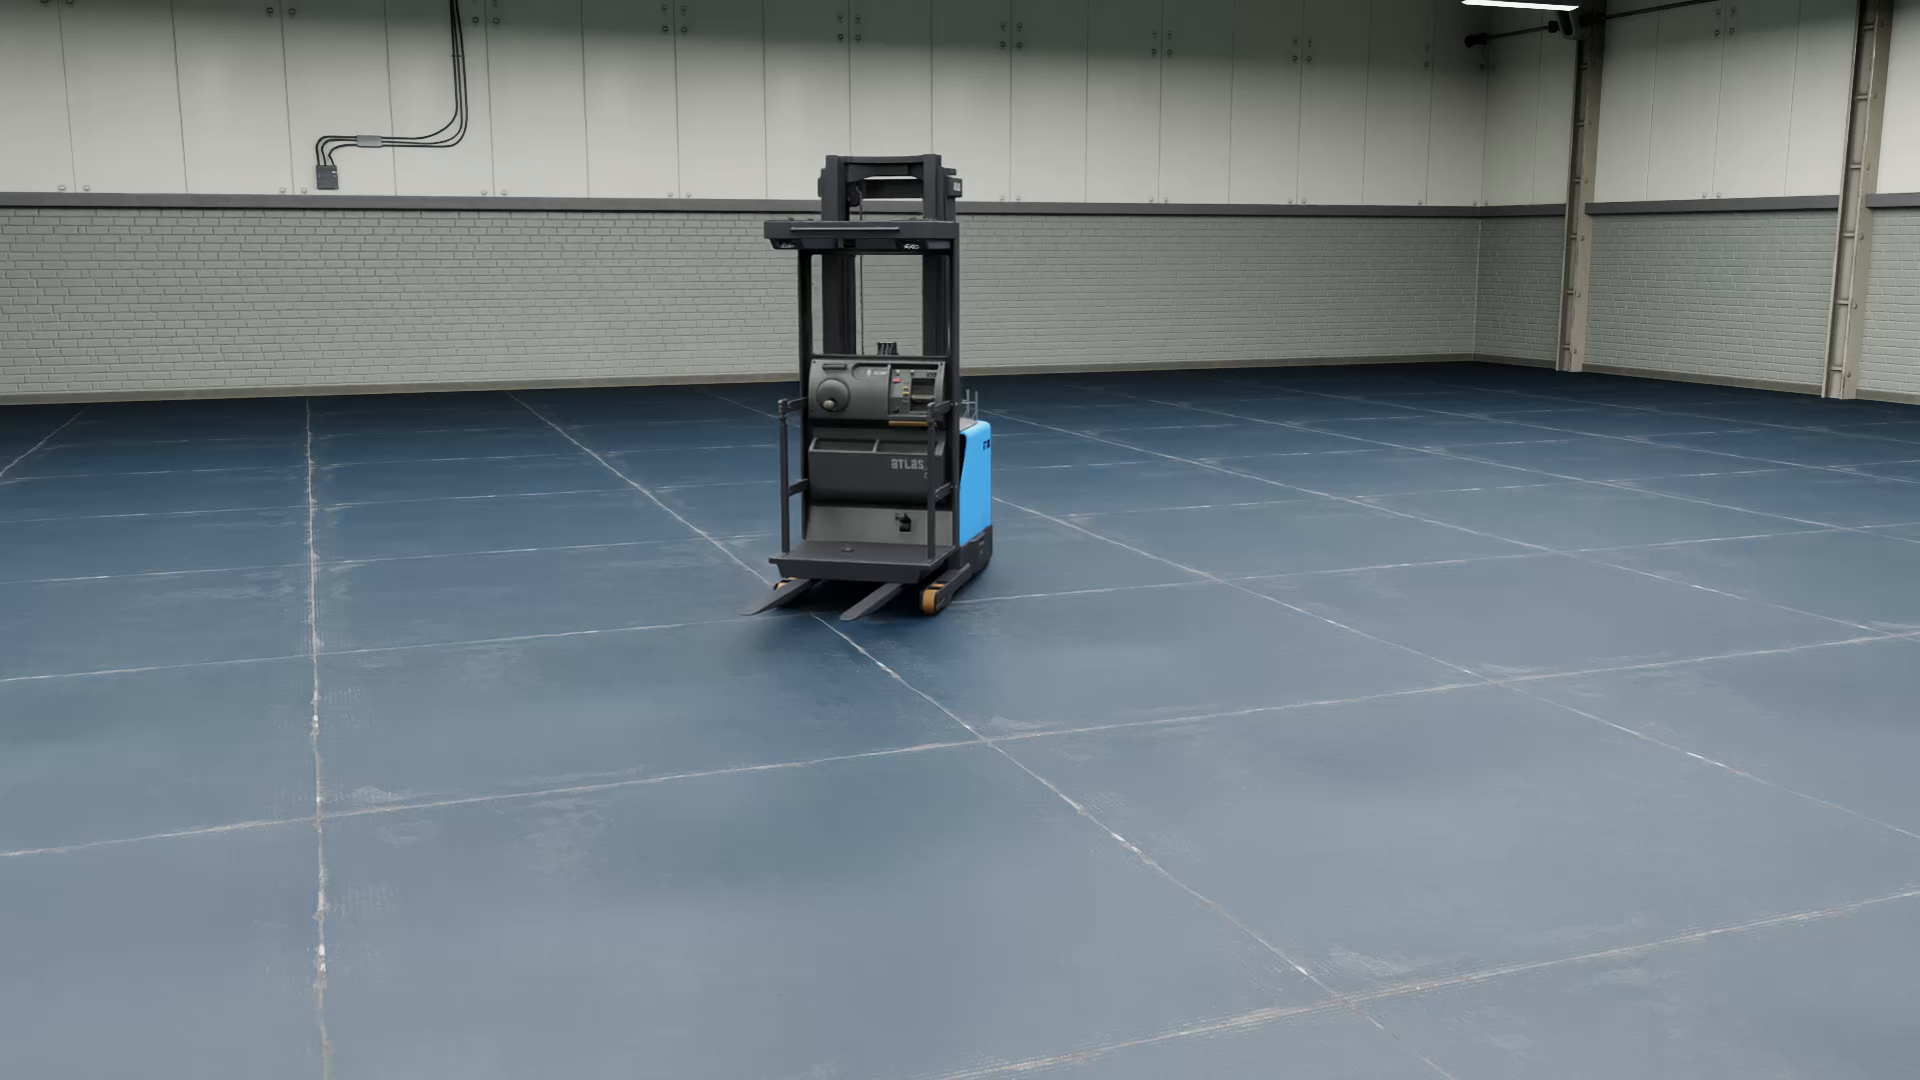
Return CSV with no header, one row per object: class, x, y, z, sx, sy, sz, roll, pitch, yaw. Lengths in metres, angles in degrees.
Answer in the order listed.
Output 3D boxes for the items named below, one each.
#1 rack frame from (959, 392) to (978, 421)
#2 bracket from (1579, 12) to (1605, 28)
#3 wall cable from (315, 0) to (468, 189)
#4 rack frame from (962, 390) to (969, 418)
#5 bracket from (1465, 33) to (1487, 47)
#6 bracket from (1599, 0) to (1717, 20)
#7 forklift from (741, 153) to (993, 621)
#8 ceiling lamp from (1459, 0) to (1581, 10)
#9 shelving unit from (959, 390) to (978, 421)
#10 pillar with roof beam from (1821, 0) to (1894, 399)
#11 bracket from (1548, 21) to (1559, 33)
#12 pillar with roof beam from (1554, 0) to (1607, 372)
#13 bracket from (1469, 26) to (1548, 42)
rack frame,0.028,-0.578,13.244,0.240,1.200,0.006,-4,11,-21
bracket,11.306,-9.302,29.741,0.235,0.232,0.430,-4,11,-21
wall cable,-8.853,-8.460,25.575,2.305,6.003,0.169,-4,11,-21
rack frame,-0.038,-0.608,13.412,0.240,1.200,0.006,-4,11,-21
bracket,10.147,-9.824,32.677,0.235,0.232,0.430,-4,11,-21
bracket,12.240,-8.881,27.377,0.076,0.066,4.783,-4,11,-21
forklift,-0.602,-1.035,10.871,1.130,2.935,3.031,2,10,13
ceiling lamp,8.264,-9.548,24.737,2.000,3.185,0.800,-4,11,-21
shelving unit,-0.005,-0.593,13.328,0.258,1.200,0.189,-4,11,-21
pillar with roof beam,9.649,-6.368,23.522,9.100,9.000,0.400,-4,11,-21
bracket,11.005,-9.437,30.502,0.235,0.232,0.430,-4,11,-21
pillar with roof beam,7.474,-7.347,29.028,9.100,9.000,0.548,-4,11,-21
bracket,10.361,-9.728,32.135,0.076,0.066,3.189,-4,11,-21
